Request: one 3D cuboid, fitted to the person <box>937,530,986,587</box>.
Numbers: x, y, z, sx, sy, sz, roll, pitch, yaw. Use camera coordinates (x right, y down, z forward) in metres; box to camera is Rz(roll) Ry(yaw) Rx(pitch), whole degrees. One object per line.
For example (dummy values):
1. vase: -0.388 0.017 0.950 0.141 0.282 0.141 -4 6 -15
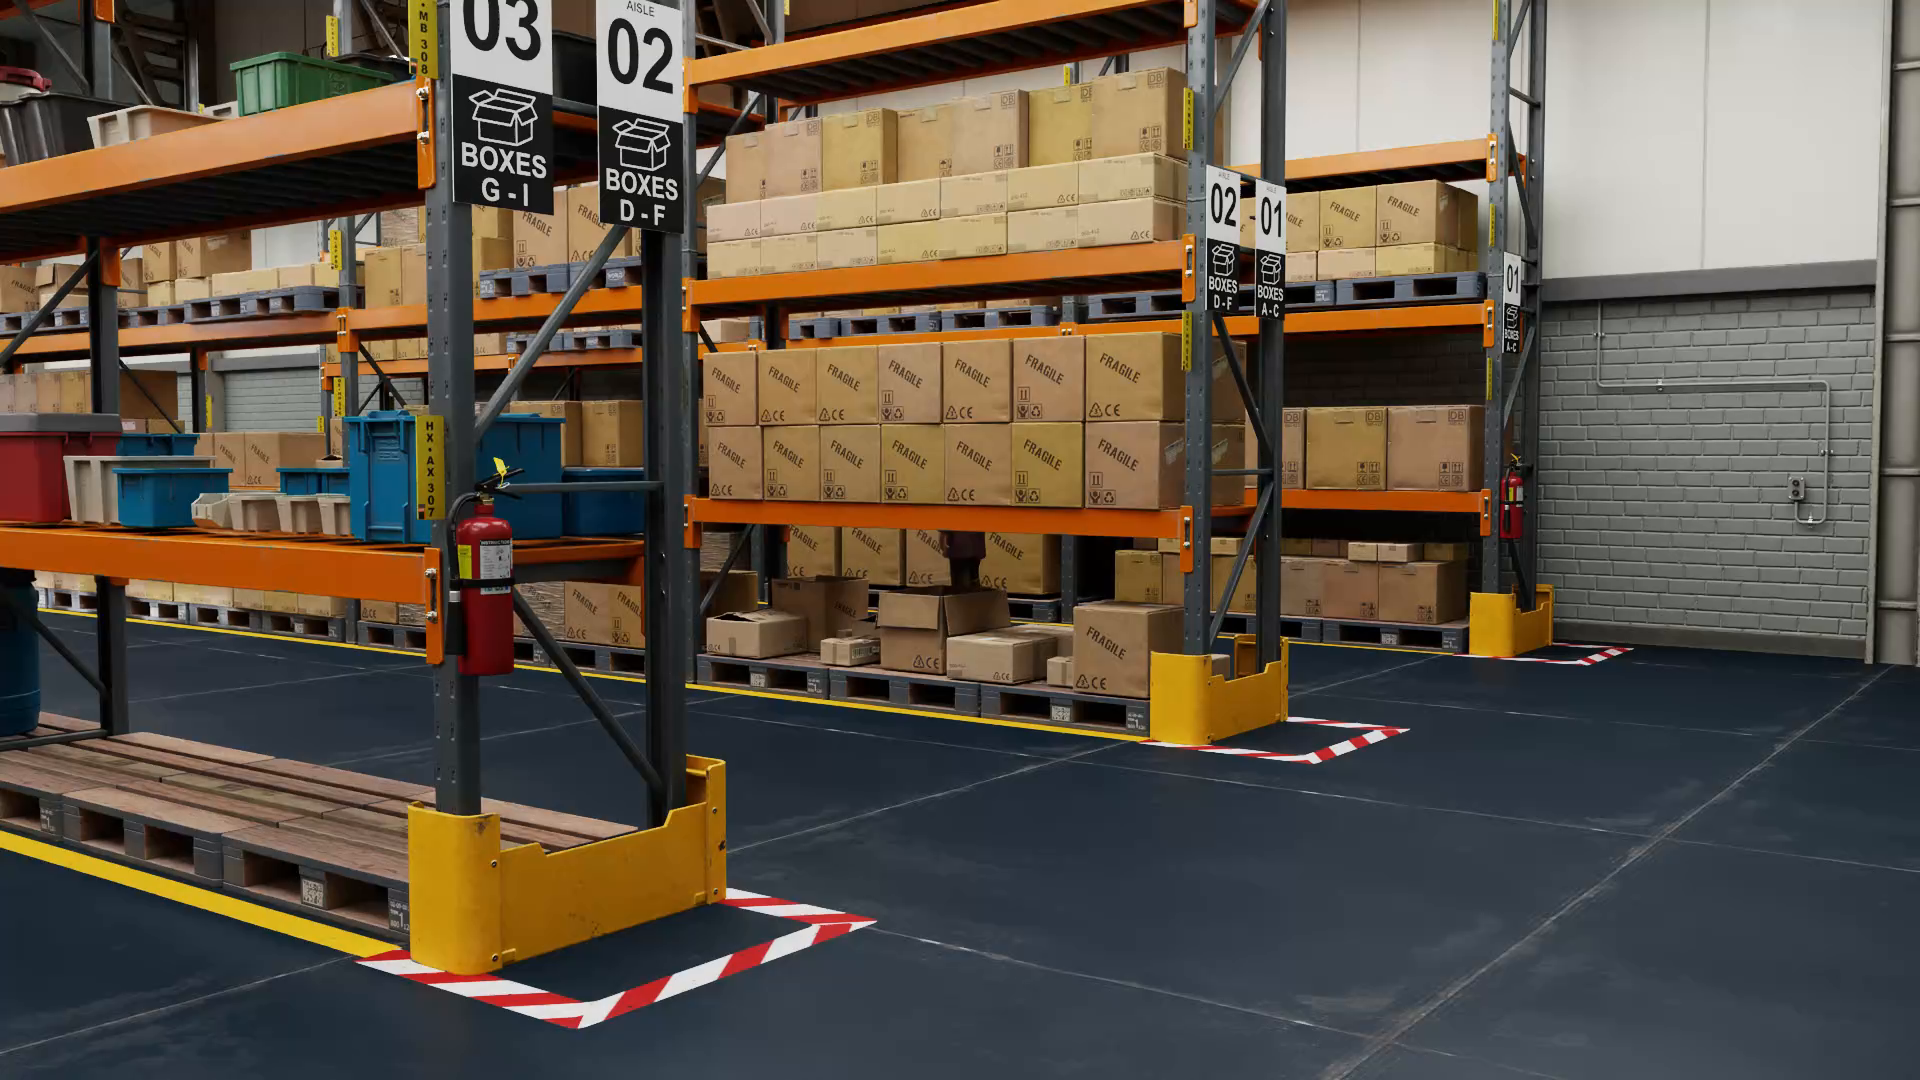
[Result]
1. person: -0.024 -0.071 15.028 0.582 1.776 0.697 2 4 36
